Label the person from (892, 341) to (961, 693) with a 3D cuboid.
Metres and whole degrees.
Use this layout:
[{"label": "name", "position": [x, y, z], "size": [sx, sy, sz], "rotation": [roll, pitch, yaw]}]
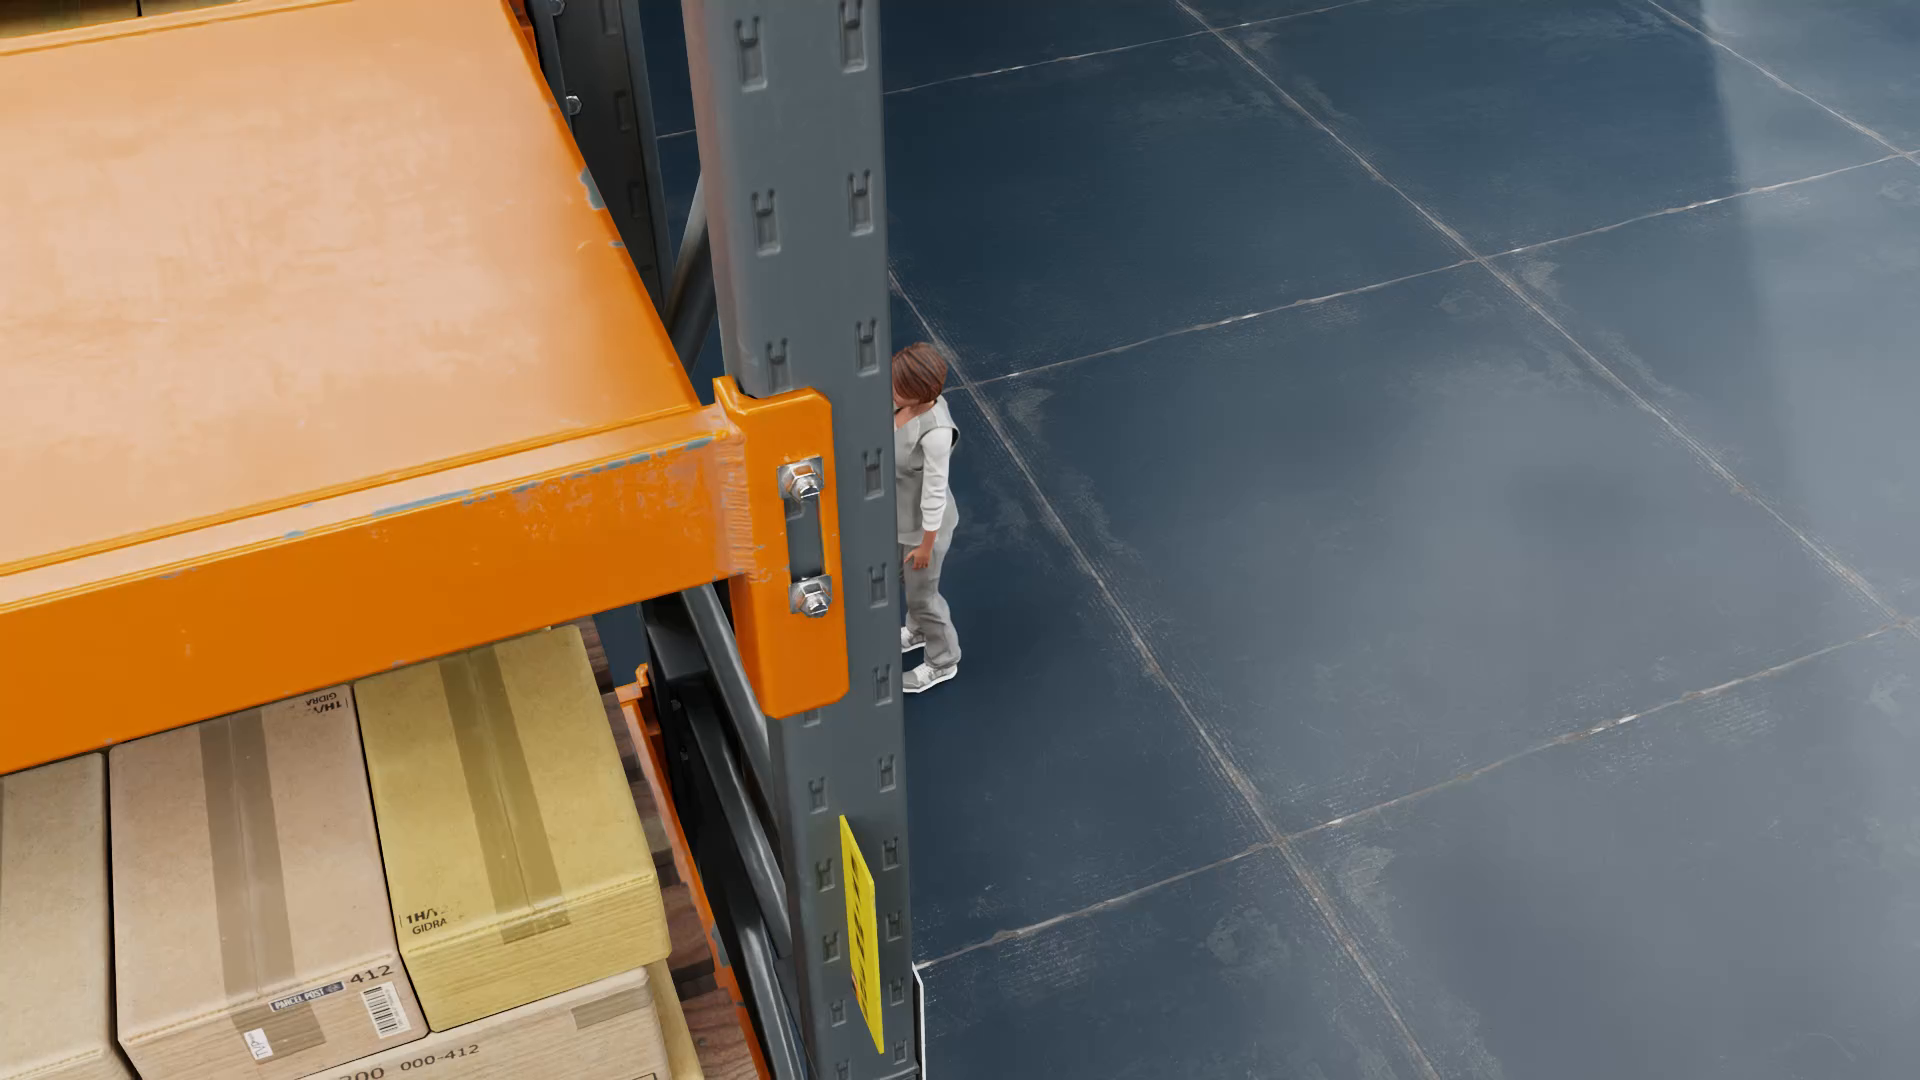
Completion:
[{"label": "person", "position": [-0.158, -0.070, 6.249], "size": [0.307, 1.596, 0.406], "rotation": [-15, 44, -15]}]
